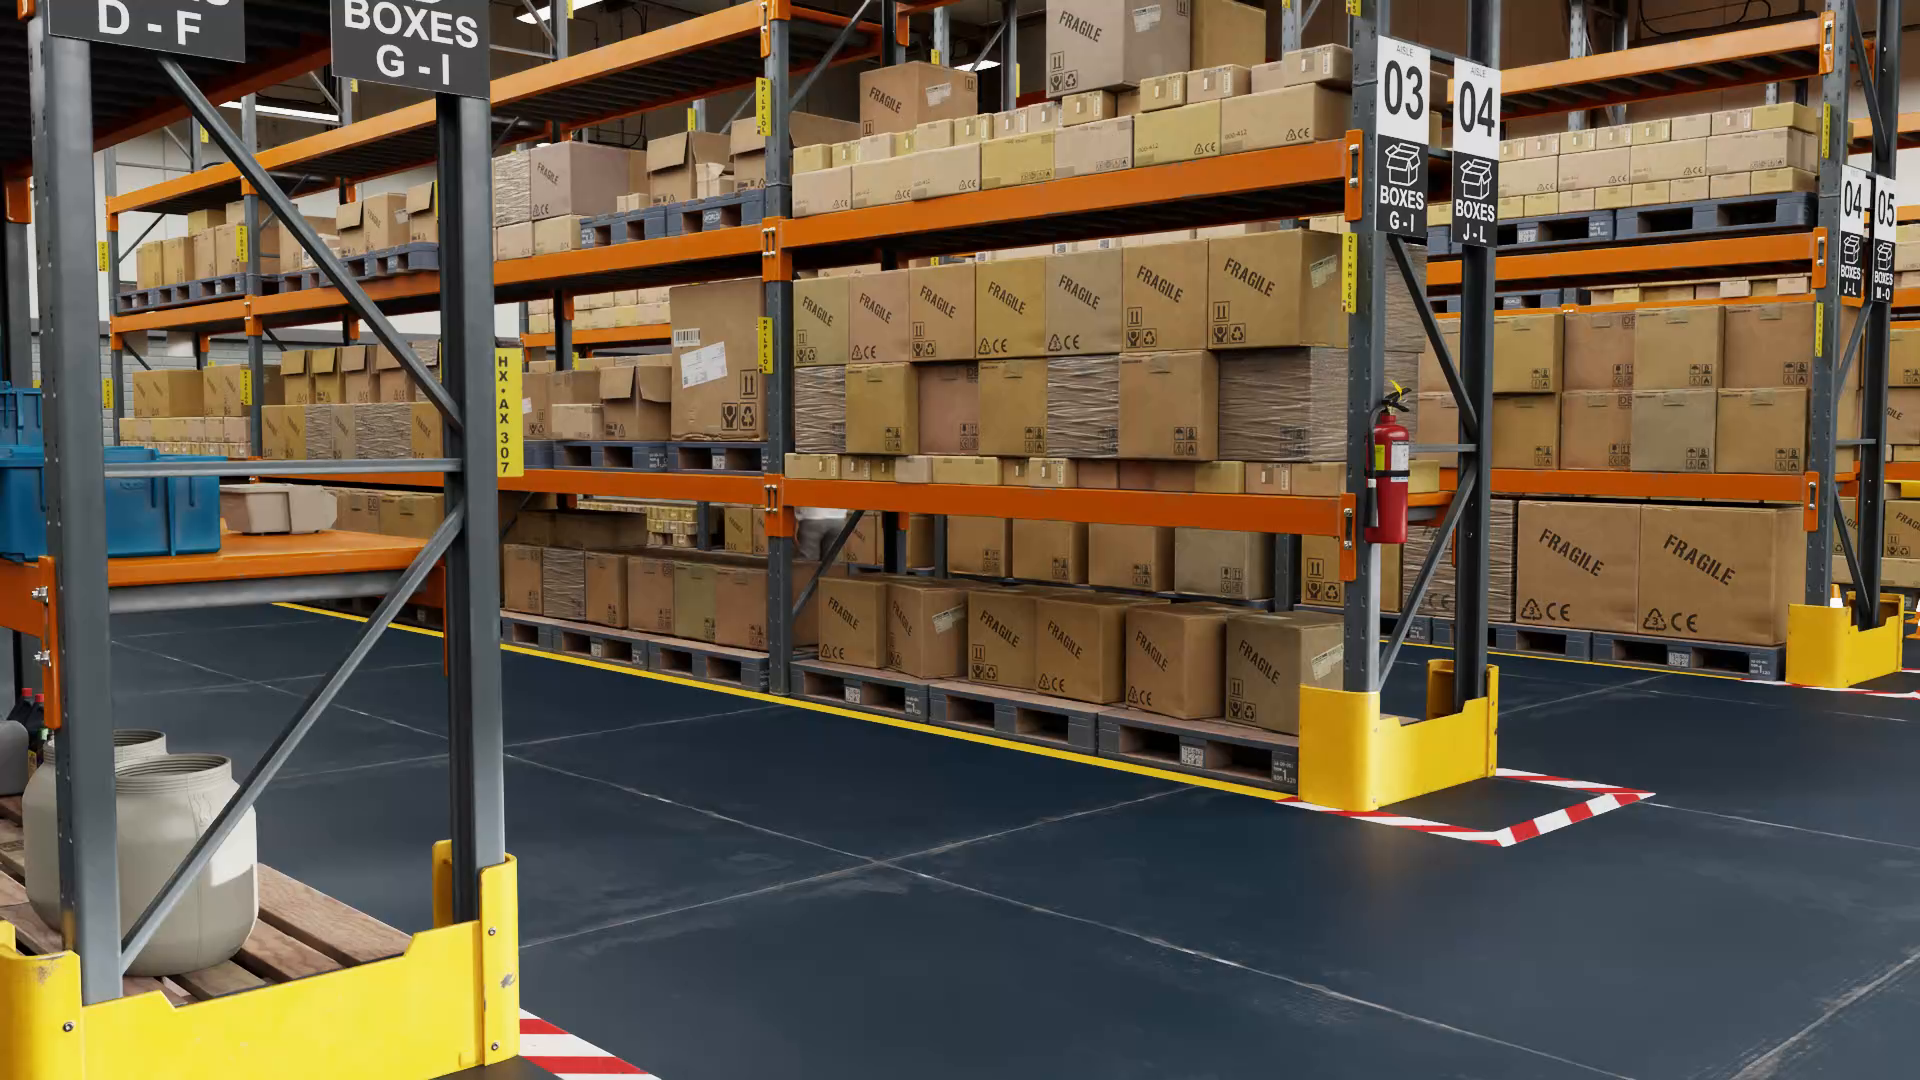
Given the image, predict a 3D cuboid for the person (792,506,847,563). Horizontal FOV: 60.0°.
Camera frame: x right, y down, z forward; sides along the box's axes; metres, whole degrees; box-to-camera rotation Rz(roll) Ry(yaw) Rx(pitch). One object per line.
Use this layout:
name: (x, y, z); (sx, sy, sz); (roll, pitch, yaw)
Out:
person: (-1.082, -0.126, 12.584); (0.540, 1.801, 0.380); (-4, 5, -42)
